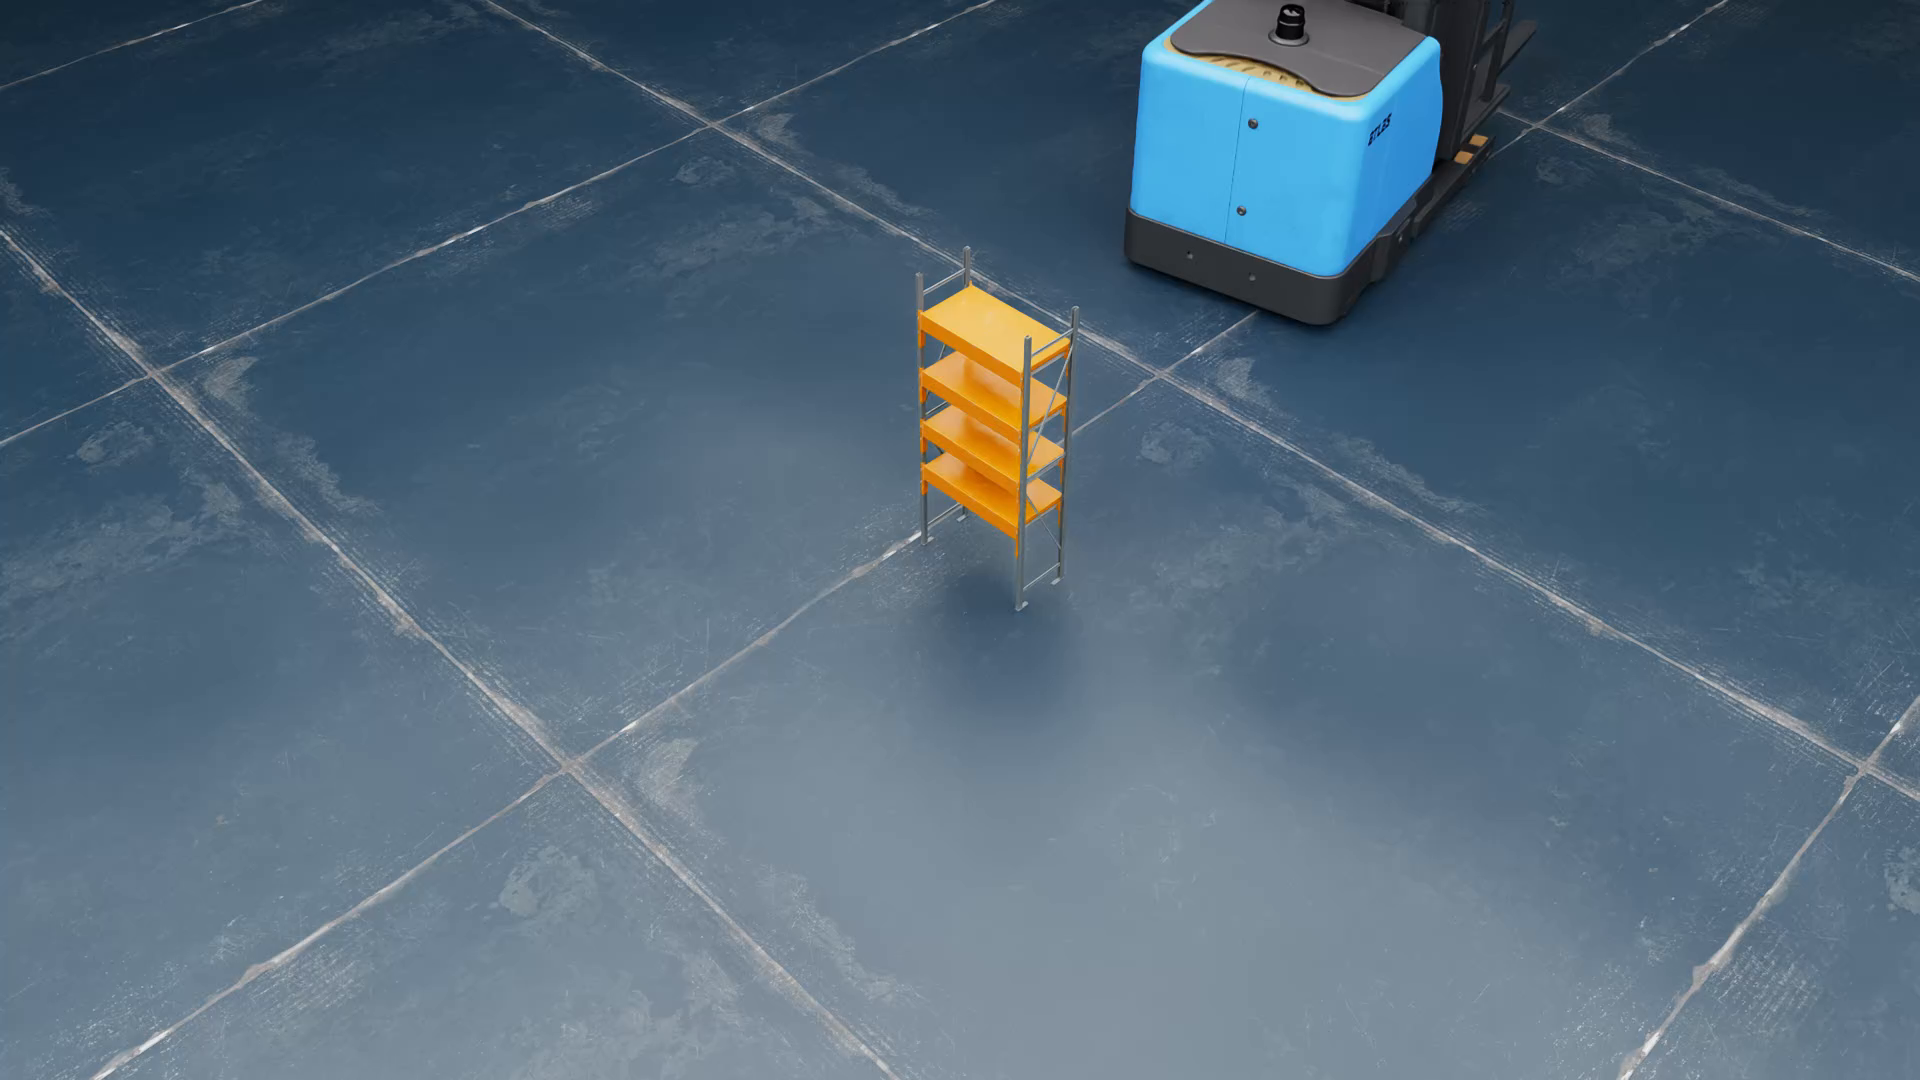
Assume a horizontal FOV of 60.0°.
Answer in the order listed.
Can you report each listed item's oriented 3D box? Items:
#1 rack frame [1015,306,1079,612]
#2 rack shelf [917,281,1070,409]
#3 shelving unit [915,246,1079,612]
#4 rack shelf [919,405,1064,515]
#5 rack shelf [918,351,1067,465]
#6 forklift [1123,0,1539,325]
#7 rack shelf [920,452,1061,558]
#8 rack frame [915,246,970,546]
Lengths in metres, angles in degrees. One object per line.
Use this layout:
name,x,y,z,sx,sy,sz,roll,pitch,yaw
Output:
rack frame,0.289,-0.244,5.630,0.240,1.200,0.015,-34,53,-31
rack shelf,0.117,-0.650,5.490,0.258,0.148,0.480,-34,53,-31
shelving unit,0.117,-0.361,5.757,0.258,1.200,0.503,-34,53,-31
rack shelf,0.117,-0.312,5.802,0.258,0.148,0.480,-34,53,-31
rack shelf,0.117,-0.476,5.651,0.258,0.148,0.480,-34,53,-31
forklift,1.983,-2.969,7.304,1.130,2.935,3.031,25,48,24
rack shelf,0.117,-0.166,5.937,0.258,0.148,0.480,-34,53,-31
rack frame,-0.055,-0.478,5.884,0.240,1.200,0.015,-34,53,-31
